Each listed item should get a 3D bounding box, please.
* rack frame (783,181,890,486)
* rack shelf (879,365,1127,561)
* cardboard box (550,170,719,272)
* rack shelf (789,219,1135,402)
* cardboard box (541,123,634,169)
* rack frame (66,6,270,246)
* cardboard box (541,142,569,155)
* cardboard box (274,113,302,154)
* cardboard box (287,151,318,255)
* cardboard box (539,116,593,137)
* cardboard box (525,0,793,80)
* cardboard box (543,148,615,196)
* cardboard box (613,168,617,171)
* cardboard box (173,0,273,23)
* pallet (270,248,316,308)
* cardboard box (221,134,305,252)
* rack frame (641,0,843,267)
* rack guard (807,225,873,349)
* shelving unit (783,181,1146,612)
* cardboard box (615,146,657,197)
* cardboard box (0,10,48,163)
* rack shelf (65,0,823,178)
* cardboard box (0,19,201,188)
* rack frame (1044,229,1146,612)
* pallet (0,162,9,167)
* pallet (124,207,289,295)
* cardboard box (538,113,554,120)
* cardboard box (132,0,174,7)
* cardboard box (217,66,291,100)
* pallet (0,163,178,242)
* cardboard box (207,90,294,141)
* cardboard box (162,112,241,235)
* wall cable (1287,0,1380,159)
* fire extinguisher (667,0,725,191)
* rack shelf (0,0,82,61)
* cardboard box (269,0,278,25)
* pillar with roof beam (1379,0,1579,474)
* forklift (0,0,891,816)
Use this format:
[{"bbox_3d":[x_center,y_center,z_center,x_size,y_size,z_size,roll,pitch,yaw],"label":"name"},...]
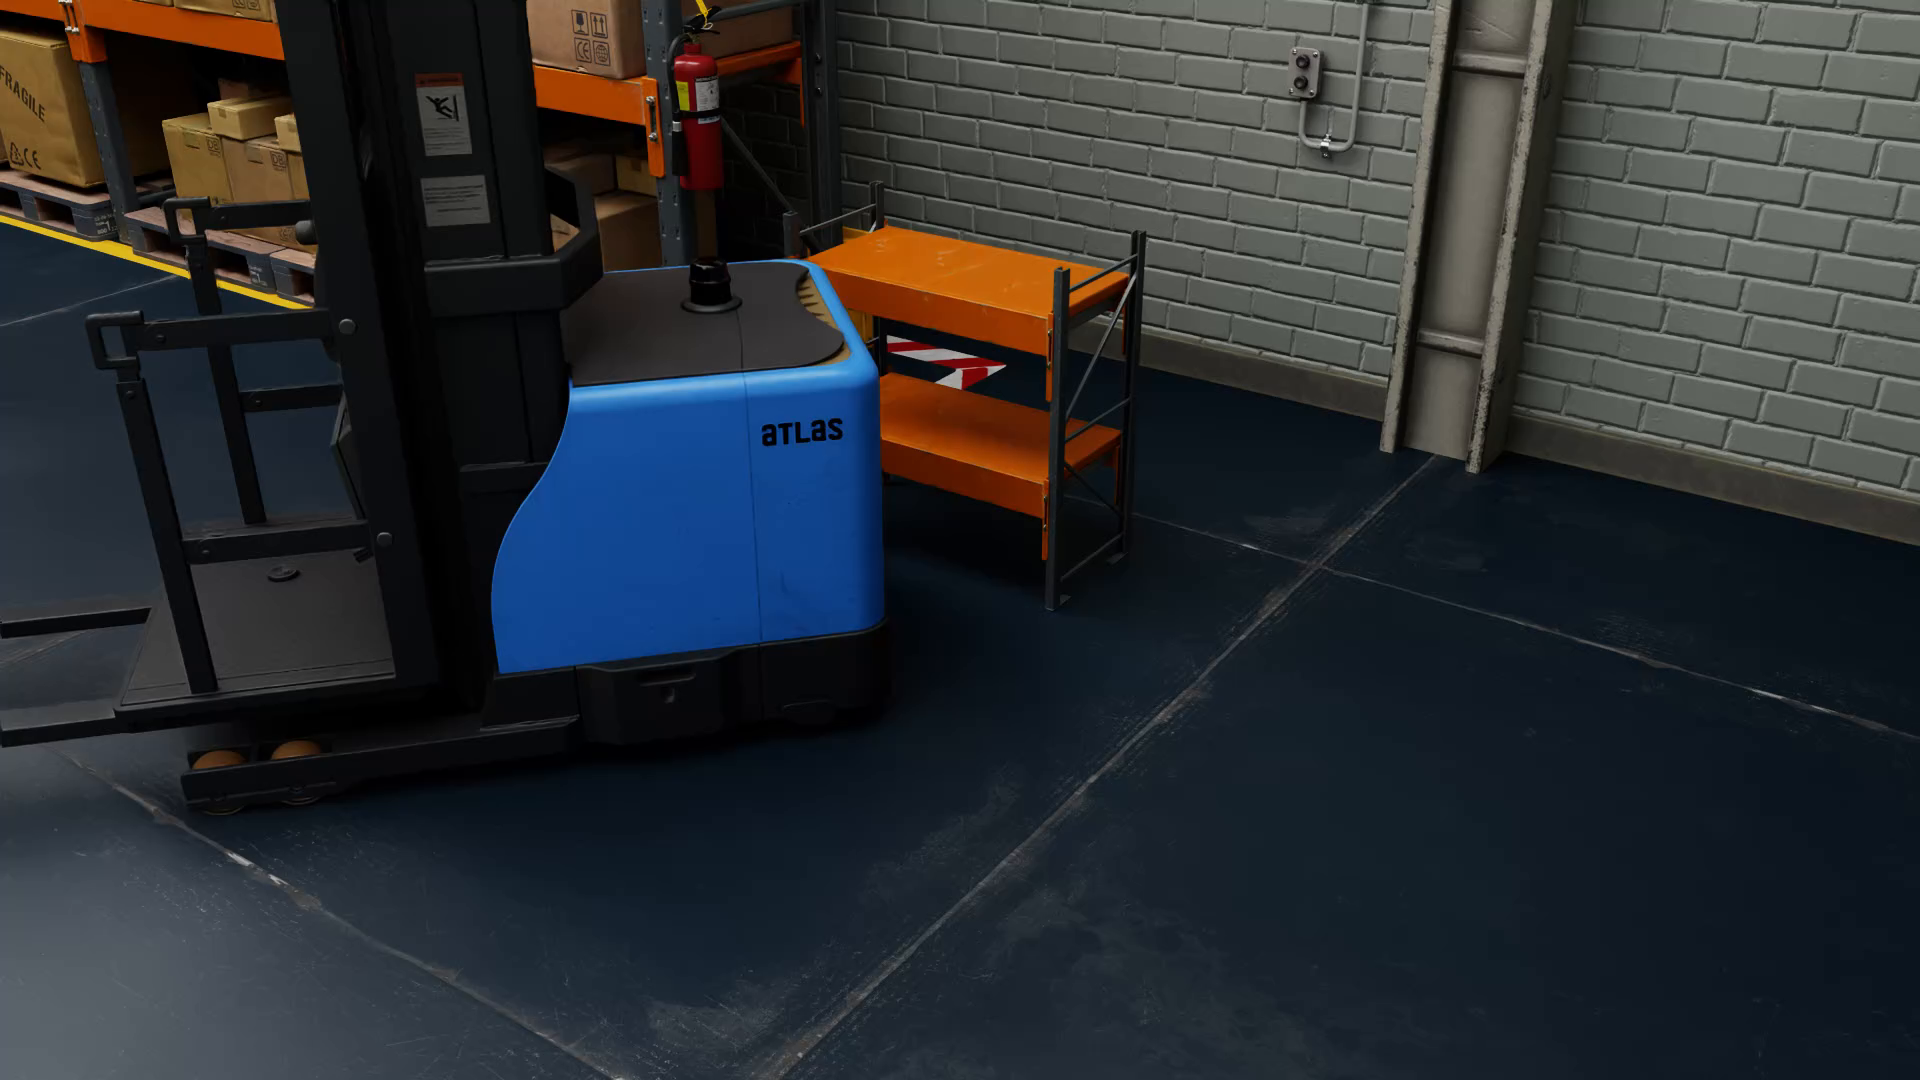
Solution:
[{"bbox_3d":[-0.413,-0.630,5.748,0.032,1.125,0.500,17,32,30],"label":"rack frame"},{"bbox_3d":[0.006,-0.282,5.602,1.000,0.278,0.538,17,32,30],"label":"rack shelf"},{"bbox_3d":[-1.477,-1.278,7.247,0.500,0.500,0.700,17,32,30],"label":"cardboard box"},{"bbox_3d":[0.006,-0.760,5.359,1.000,0.278,0.538,17,32,30],"label":"rack shelf"},{"bbox_3d":[-1.679,-1.739,7.438,0.250,0.149,0.380,17,32,30],"label":"cardboard box"},{"bbox_3d":[-4.140,-3.089,8.513,0.127,3.000,1.000,17,32,30],"label":"rack frame"},{"bbox_3d":[-1.897,-1.597,7.159,0.250,0.149,0.380,18,32,32],"label":"cardboard box"},{"bbox_3d":[-2.973,-1.931,7.815,0.250,0.149,0.380,16,31,29],"label":"cardboard box"},{"bbox_3d":[-2.748,-1.669,8.016,0.500,0.500,0.700,18,32,31],"label":"cardboard box"},{"bbox_3d":[-1.885,-1.804,7.565,0.250,0.149,0.380,18,32,31],"label":"cardboard box"},{"bbox_3d":[-1.269,-2.323,6.677,0.700,0.700,0.980,19,33,33],"label":"cardboard box"},{"bbox_3d":[-1.686,-1.532,7.030,0.250,0.149,0.380,17,31,30],"label":"cardboard box"},{"bbox_3d":[-1.889,-1.406,7.499,0.500,0.500,0.700,17,32,30],"label":"cardboard box"},{"bbox_3d":[-3.104,-2.888,7.787,0.700,0.700,0.980,16,31,29],"label":"cardboard box"},{"bbox_3d":[-2.548,-1.309,8.090,1.213,0.211,1.003,17,32,30],"label":"pallet"},{"bbox_3d":[-3.170,-1.802,8.277,0.500,0.500,0.700,17,32,30],"label":"cardboard box"},{"bbox_3d":[-0.843,-2.062,6.495,0.127,3.000,1.000,17,32,30],"label":"rack frame"},{"bbox_3d":[-0.823,-0.942,7.050,0.348,0.500,1.175,17,32,30],"label":"rack guard"},{"bbox_3d":[0.006,-0.500,5.491,1.048,1.125,0.538,17,32,30],"label":"shelving unit"},{"bbox_3d":[-1.260,-1.610,7.183,0.250,0.149,0.380,18,32,31],"label":"cardboard box"},{"bbox_3d":[-5.484,-2.664,9.585,0.750,0.750,0.750,18,32,32],"label":"cardboard box"},{"bbox_3d":[-2.492,-2.255,7.667,4.000,0.370,1.077,17,32,30],"label":"rack shelf"},{"bbox_3d":[-4.750,-2.437,9.138,0.750,0.750,0.750,18,32,31],"label":"cardboard box"},{"bbox_3d":[0.425,-0.369,5.235,0.032,1.125,0.500,17,32,30],"label":"rack frame"},{"bbox_3d":[-5.829,-2.330,10.095,1.213,0.211,1.003,17,32,30],"label":"pallet"},{"bbox_3d":[-3.558,-1.622,8.705,1.213,0.211,1.003,17,32,30],"label":"pallet"},{"bbox_3d":[-2.095,-1.869,7.693,0.250,0.149,0.380,18,32,31],"label":"cardboard box"},{"bbox_3d":[-3.702,-3.078,8.160,0.700,0.700,0.980,18,32,31],"label":"cardboard box"},{"bbox_3d":[-3.589,-2.333,8.604,0.250,0.149,0.380,17,32,30],"label":"cardboard box"},{"bbox_3d":[-4.819,-2.017,9.480,1.213,0.211,1.003,17,32,30],"label":"pallet"},{"bbox_3d":[-3.403,-2.065,8.079,0.250,0.149,0.380,19,32,32],"label":"cardboard box"},{"bbox_3d":[-3.582,-1.932,8.533,0.500,0.500,0.700,18,32,31],"label":"cardboard box"},{"bbox_3d":[0.748,-2.540,6.313,1.851,1.984,0.084,17,32,30],"label":"wall cable"},{"bbox_3d":[-0.980,-1.650,6.182,0.183,0.674,0.296,17,32,30],"label":"fire extinguisher"},{"bbox_3d":[-5.789,-3.282,9.686,4.000,0.370,1.077,17,32,30],"label":"rack shelf"},{"bbox_3d":[-2.498,-2.705,7.427,0.700,0.700,0.980,16,31,28],"label":"cardboard box"},{"bbox_3d":[-0.565,-2.757,1.245,0.400,9.000,9.100,17,32,30],"label":"pillar with roof beam"},{"bbox_3d":[-1.771,-0.852,4.192,3.031,2.935,1.130,-6,28,-12],"label":"forklift"}]
